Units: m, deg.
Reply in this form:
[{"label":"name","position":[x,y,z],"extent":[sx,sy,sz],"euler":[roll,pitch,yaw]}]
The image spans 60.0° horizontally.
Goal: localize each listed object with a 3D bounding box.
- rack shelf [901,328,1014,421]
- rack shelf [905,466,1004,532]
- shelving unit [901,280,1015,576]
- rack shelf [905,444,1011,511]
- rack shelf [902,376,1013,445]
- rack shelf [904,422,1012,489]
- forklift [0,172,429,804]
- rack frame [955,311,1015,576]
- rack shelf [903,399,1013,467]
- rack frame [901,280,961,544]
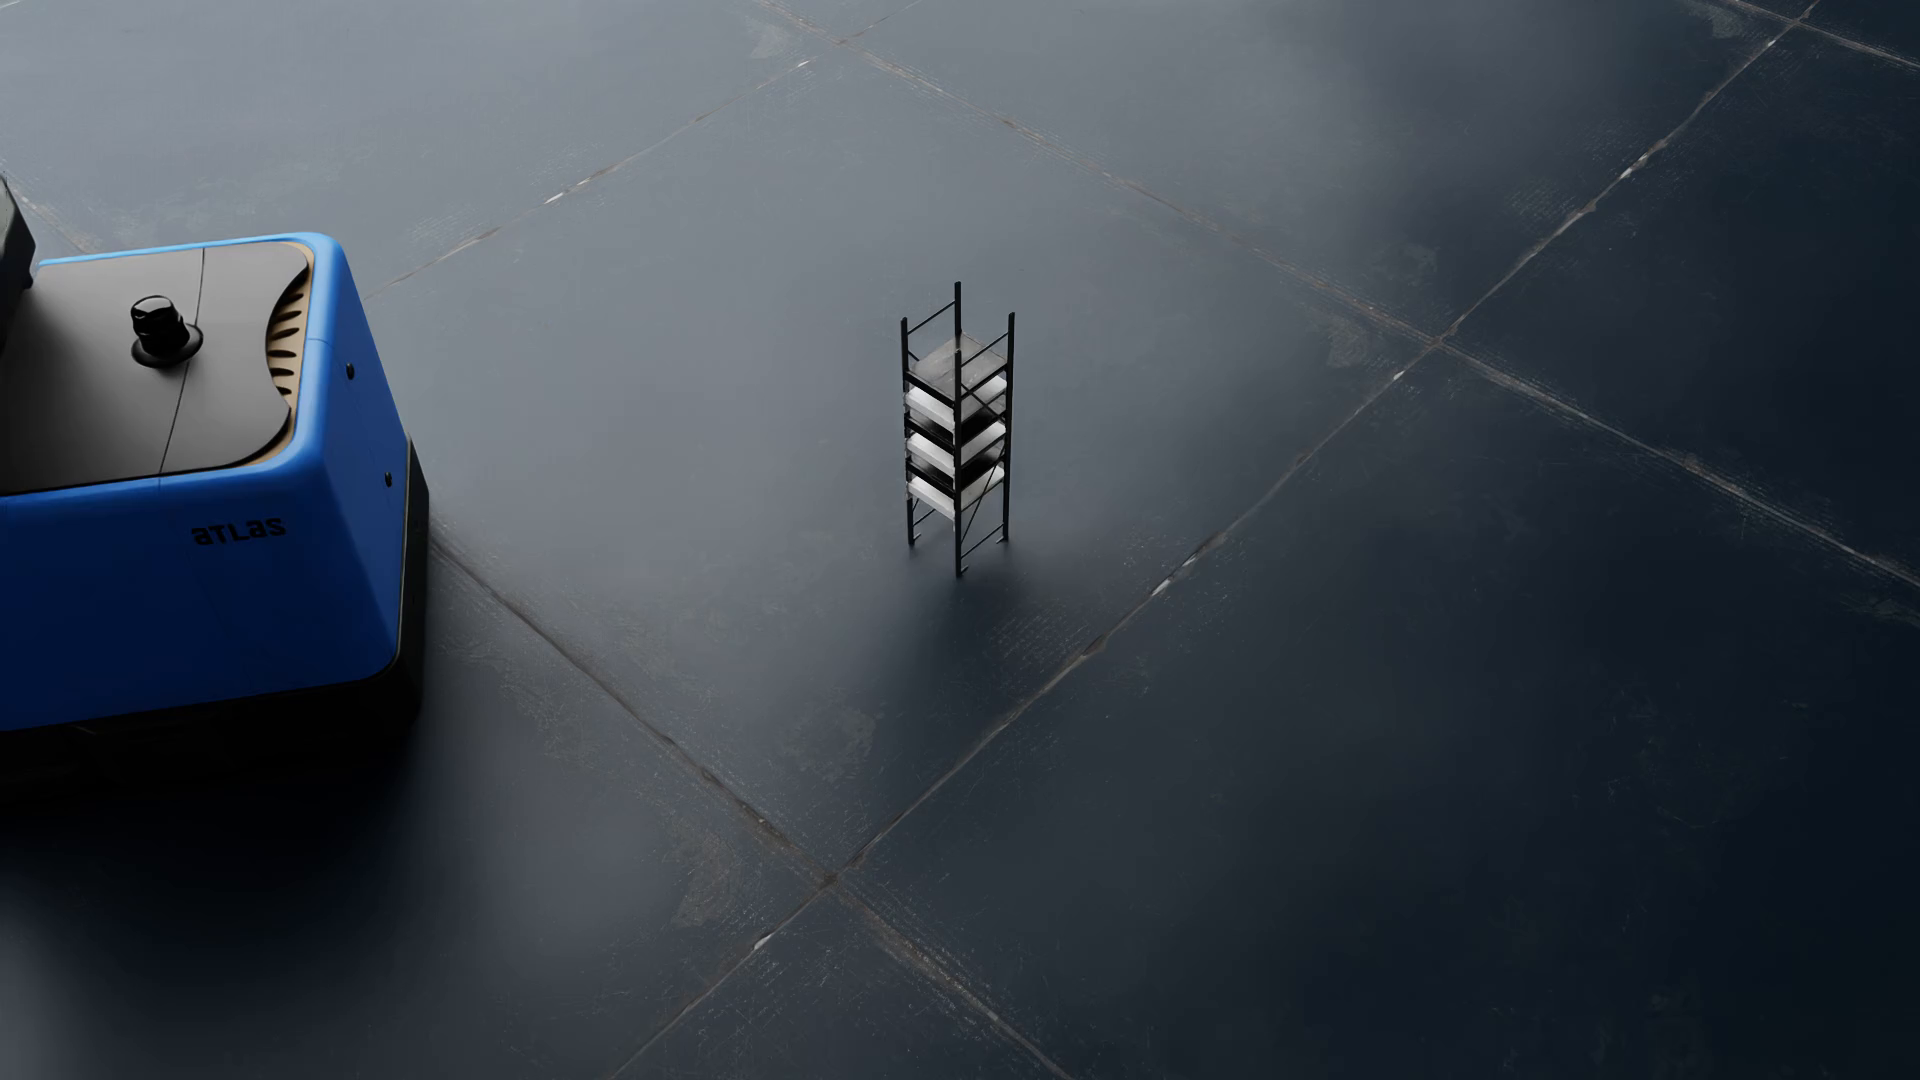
[{"label":"rack shelf","position":[-0.006,-0.474,4.753],"extent":[0.200,0.077,0.258],"euler":[34,55,28]},{"label":"rack shelf","position":[-0.006,-0.166,5.081],"extent":[0.200,0.077,0.258],"euler":[34,55,28]},{"label":"shelving unit","position":[-0.006,-0.312,4.926],"extent":[0.210,0.900,0.258],"euler":[34,55,28]},{"label":"rack shelf","position":[-0.006,-0.228,5.016],"extent":[0.200,0.077,0.258],"euler":[34,55,28]},{"label":"rack shelf","position":[-0.006,-0.412,4.819],"extent":[0.200,0.077,0.258],"euler":[34,55,28]},{"label":"rack shelf","position":[-0.006,-0.289,4.950],"extent":[0.200,0.077,0.258],"euler":[34,55,28]},{"label":"forklift","position":[-3.094,-0.585,3.789],"extent":[3.031,2.935,1.130],"euler":[-8,47,-7]},{"label":"rack frame","position":[0.069,-0.262,4.879],"extent":[0.006,0.900,0.240],"euler":[34,55,28]},{"label":"rack shelf","position":[-0.006,-0.351,4.884],"extent":[0.200,0.077,0.258],"euler":[34,55,28]},{"label":"rack frame","position":[-0.081,-0.362,4.973],"extent":[0.006,0.900,0.240],"euler":[34,55,28]}]
